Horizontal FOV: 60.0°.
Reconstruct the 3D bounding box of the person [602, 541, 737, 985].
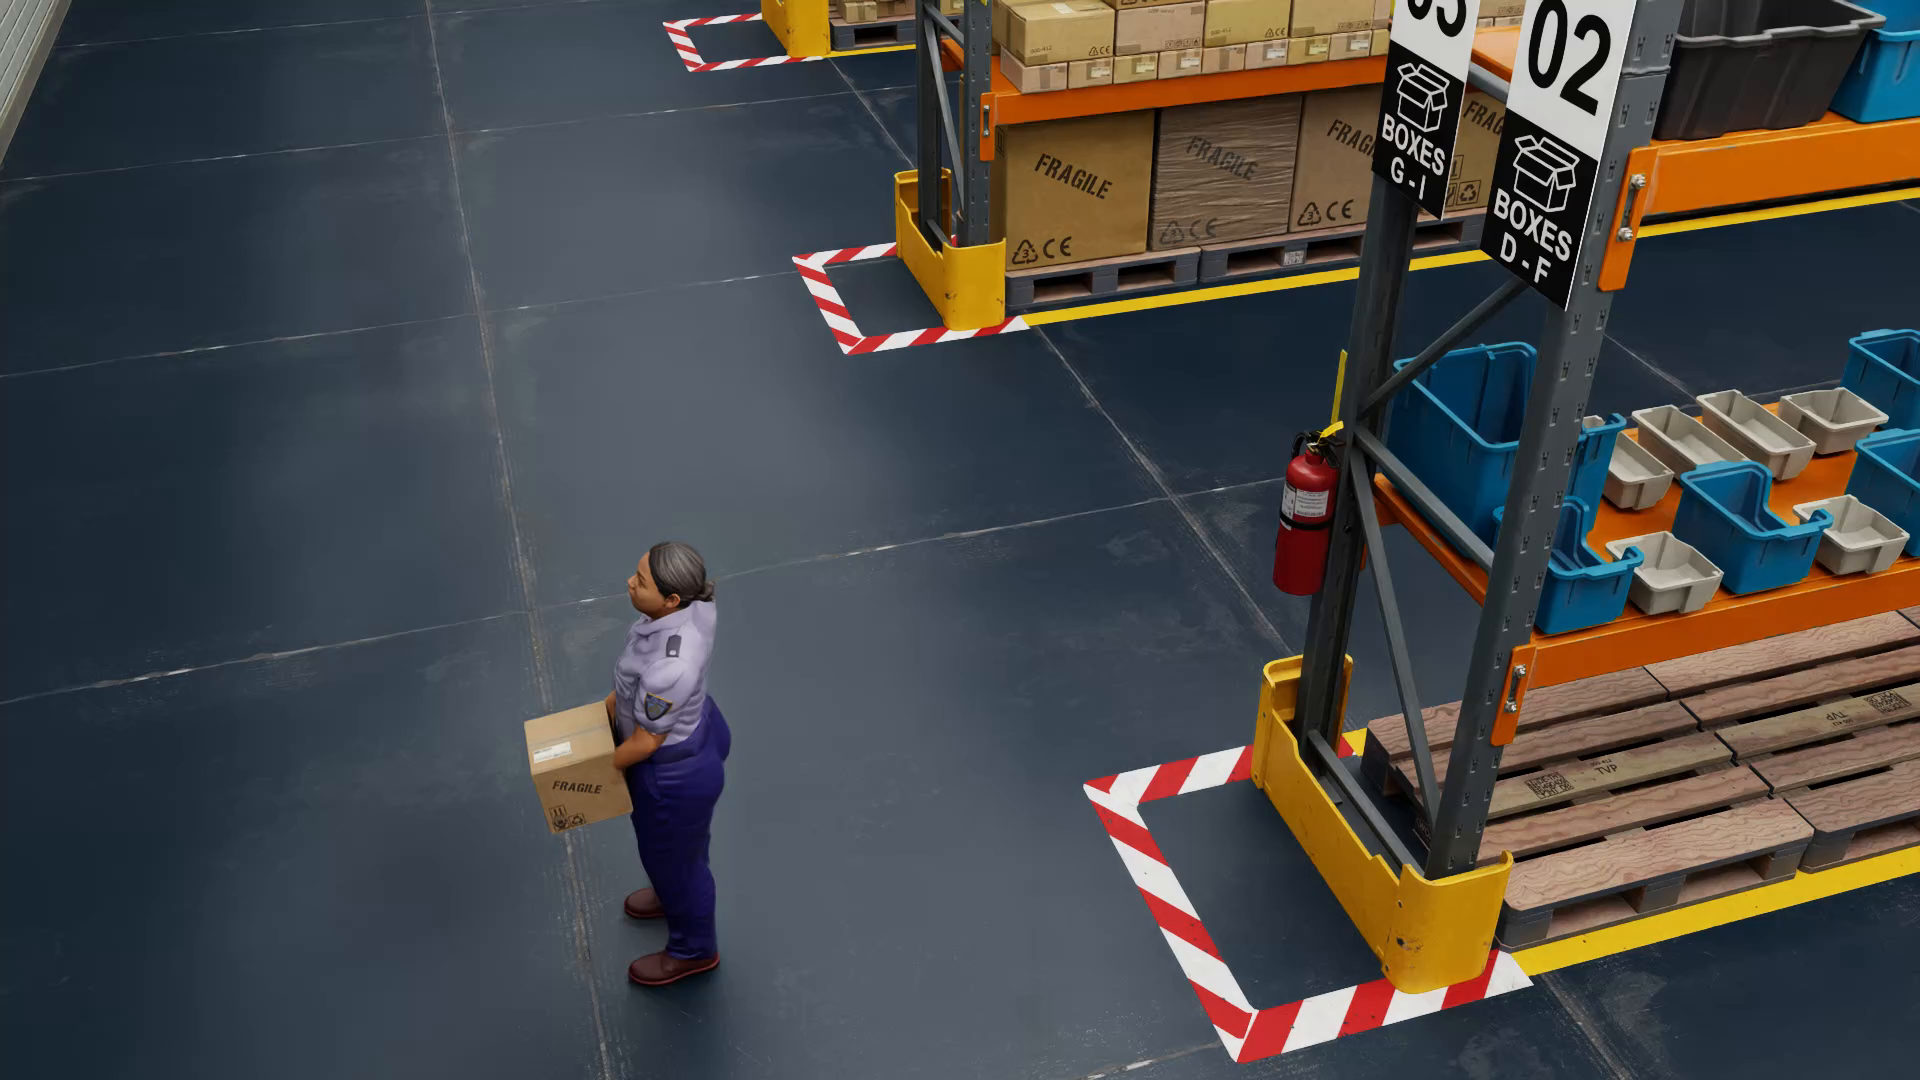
[{"bbox_3d":[-0.934,0.680,5.152,0.469,1.639,0.499,6,35,9],"label":"person"}]
